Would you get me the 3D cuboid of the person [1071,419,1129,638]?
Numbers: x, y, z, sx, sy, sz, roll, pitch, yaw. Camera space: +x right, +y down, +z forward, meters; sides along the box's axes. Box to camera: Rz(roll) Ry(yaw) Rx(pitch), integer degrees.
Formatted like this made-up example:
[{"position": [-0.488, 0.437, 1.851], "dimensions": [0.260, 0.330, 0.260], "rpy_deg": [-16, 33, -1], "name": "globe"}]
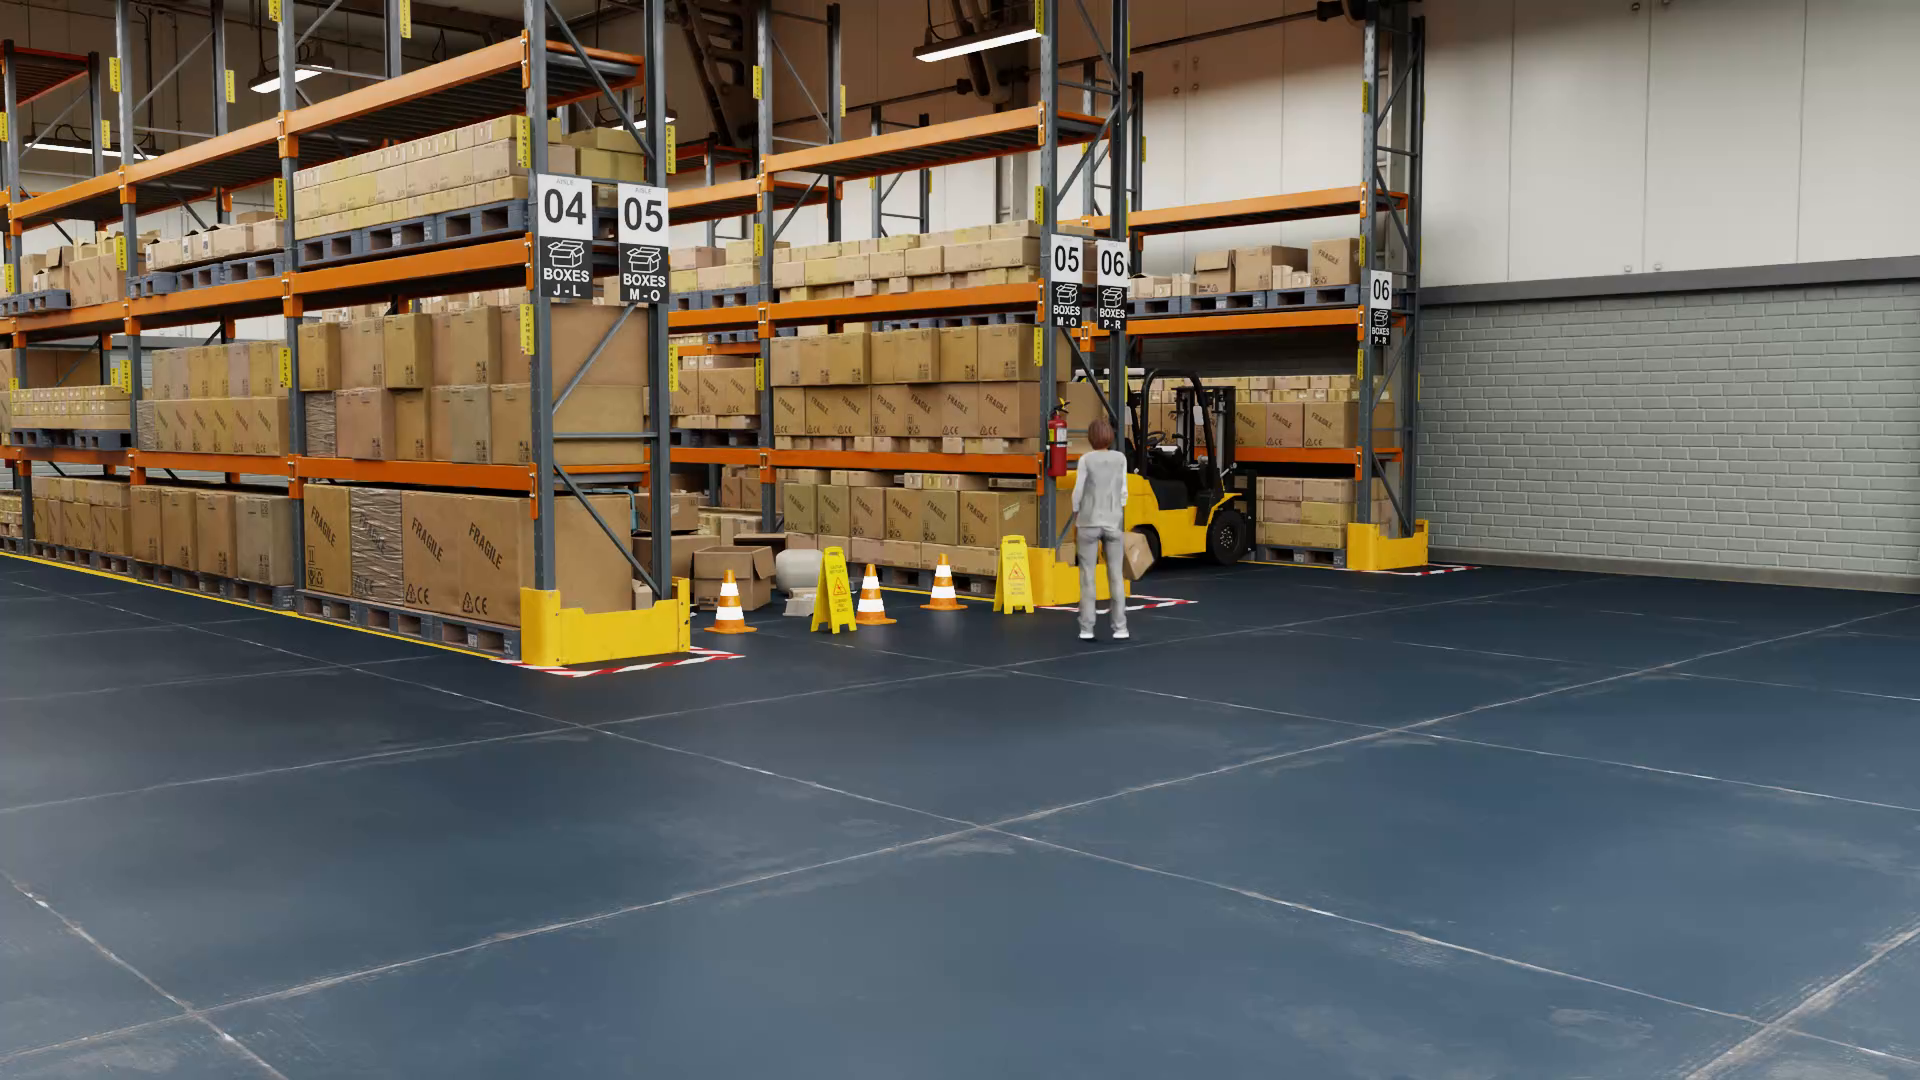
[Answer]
[{"position": [1.034, -0.063, 12.081], "dimensions": [0.478, 1.583, 0.403], "rpy_deg": [-1, 4, -15], "name": "person"}]
